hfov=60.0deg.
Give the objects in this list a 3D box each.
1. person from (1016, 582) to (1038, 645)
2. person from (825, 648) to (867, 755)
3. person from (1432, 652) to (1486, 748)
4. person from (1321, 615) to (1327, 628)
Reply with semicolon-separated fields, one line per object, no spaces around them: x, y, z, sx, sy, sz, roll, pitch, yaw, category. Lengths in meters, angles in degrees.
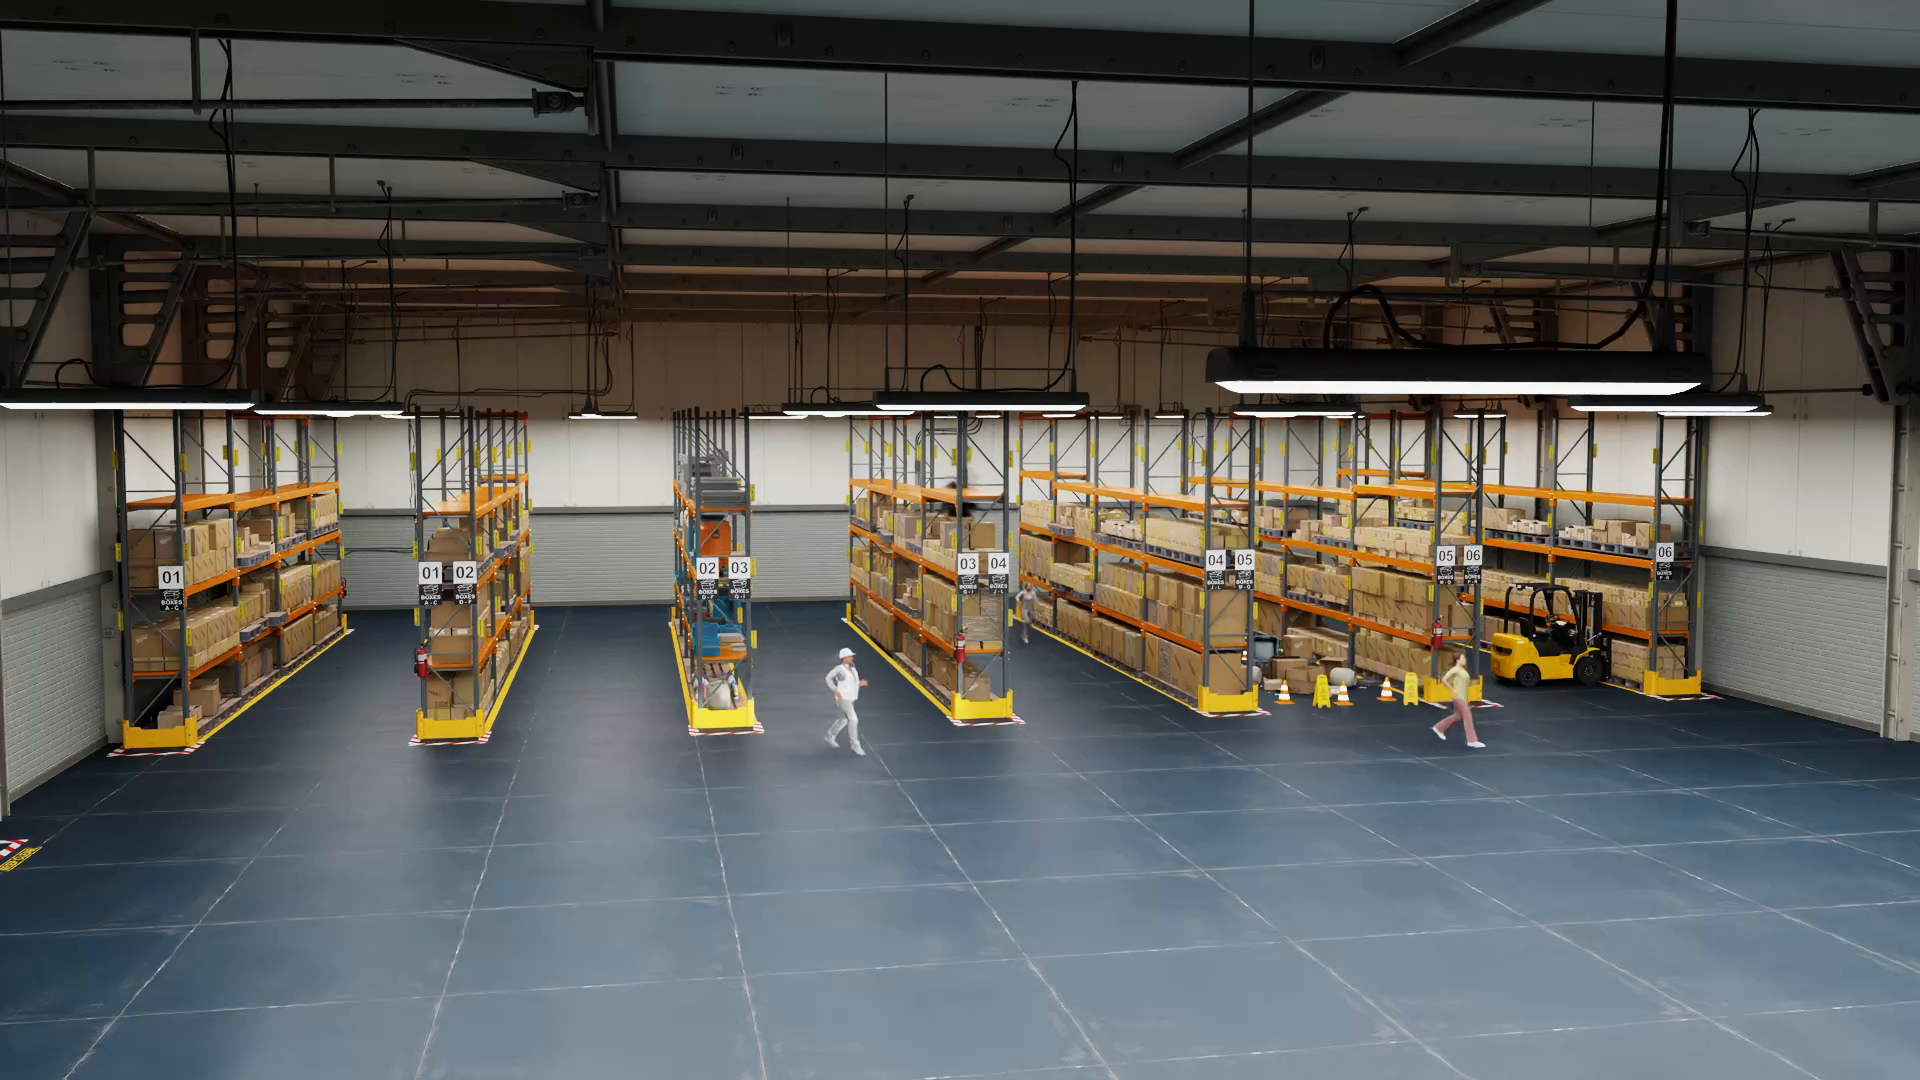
1.746;1.927;43.000;0.516;1.528;0.753;-1;4;-18;person
-1.983;2.784;28.819;0.855;1.825;0.648;2;4;22;person
8.785;2.785;29.268;0.968;1.648;0.577;2;5;31;person
9.580;1.674;44.166;0.686;1.809;0.988;-1;4;-15;person
